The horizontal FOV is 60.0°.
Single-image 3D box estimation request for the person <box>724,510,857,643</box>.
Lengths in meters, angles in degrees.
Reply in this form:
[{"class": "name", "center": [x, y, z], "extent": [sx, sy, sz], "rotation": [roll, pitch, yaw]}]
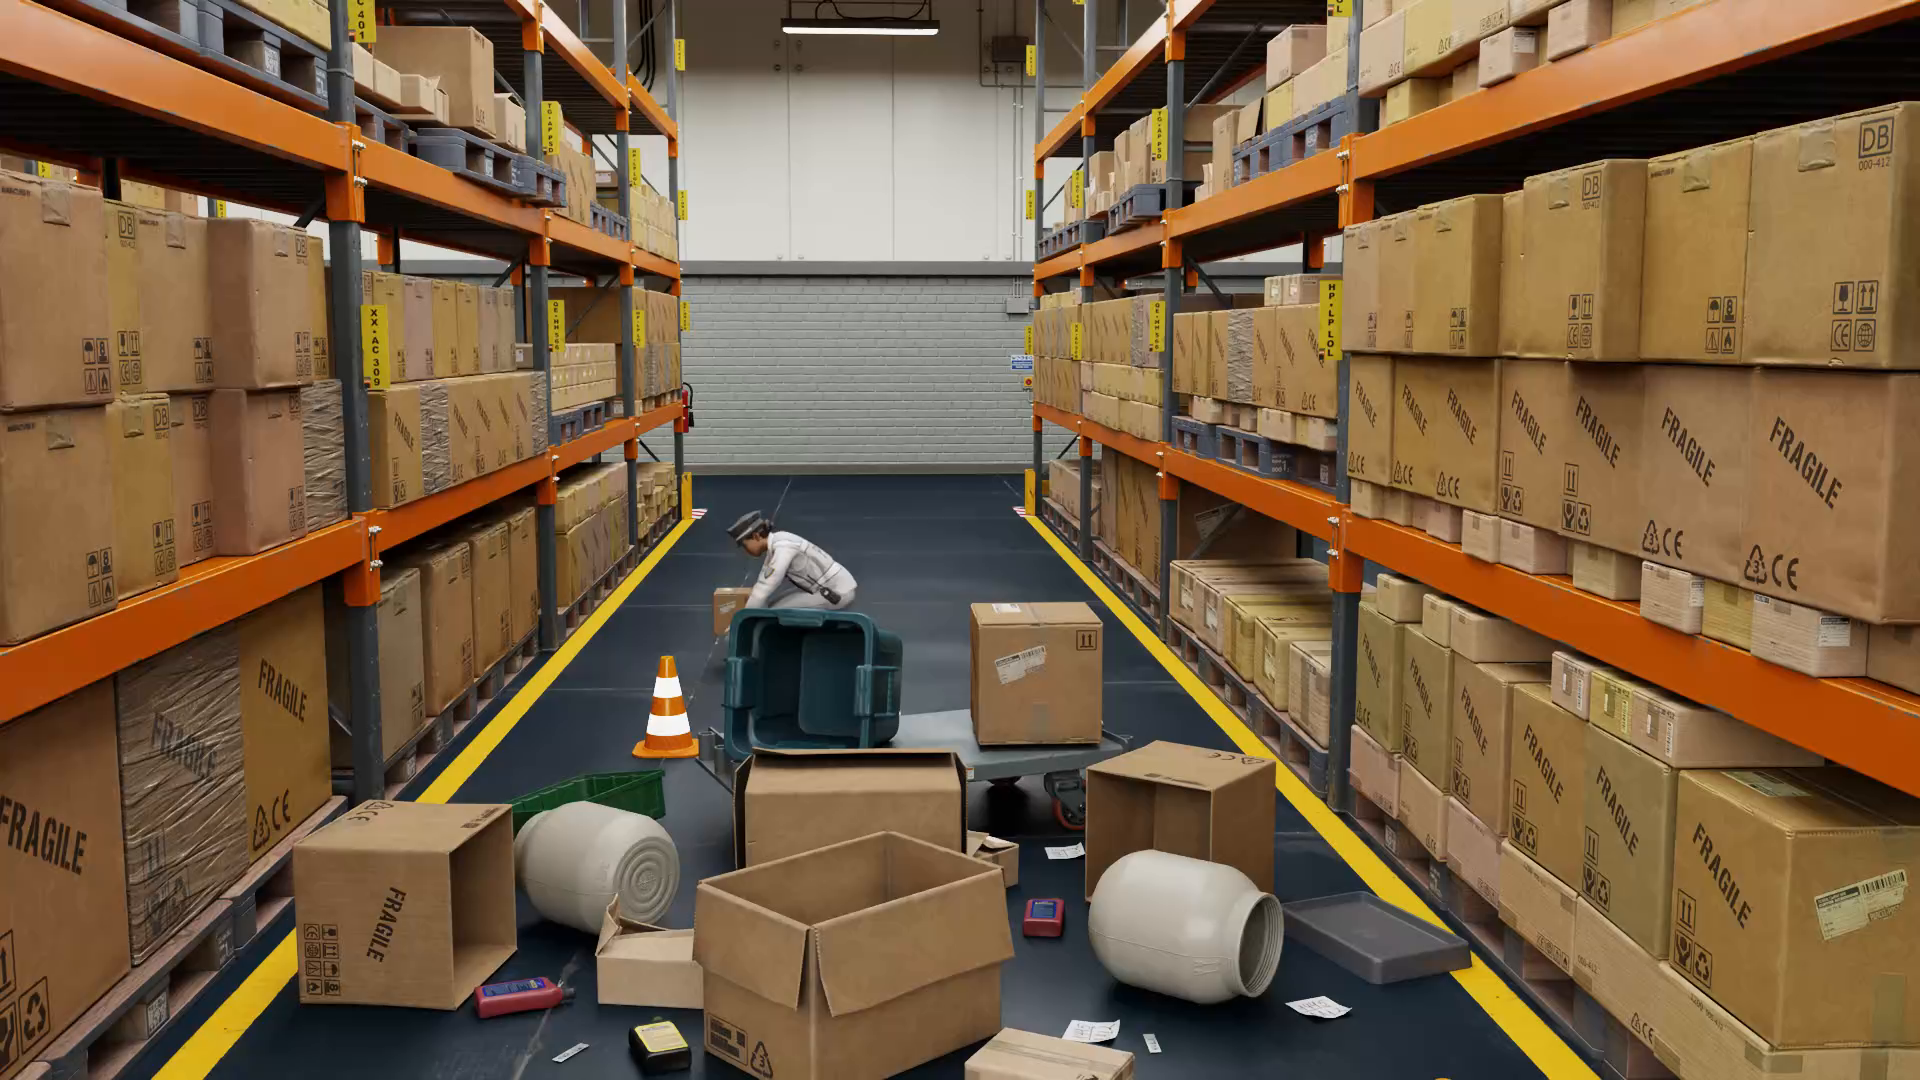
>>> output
[{"class": "person", "center": [-1.050, 0.289, 10.313], "extent": [0.821, 0.965, 0.497], "rotation": [0, 7, -4]}]
